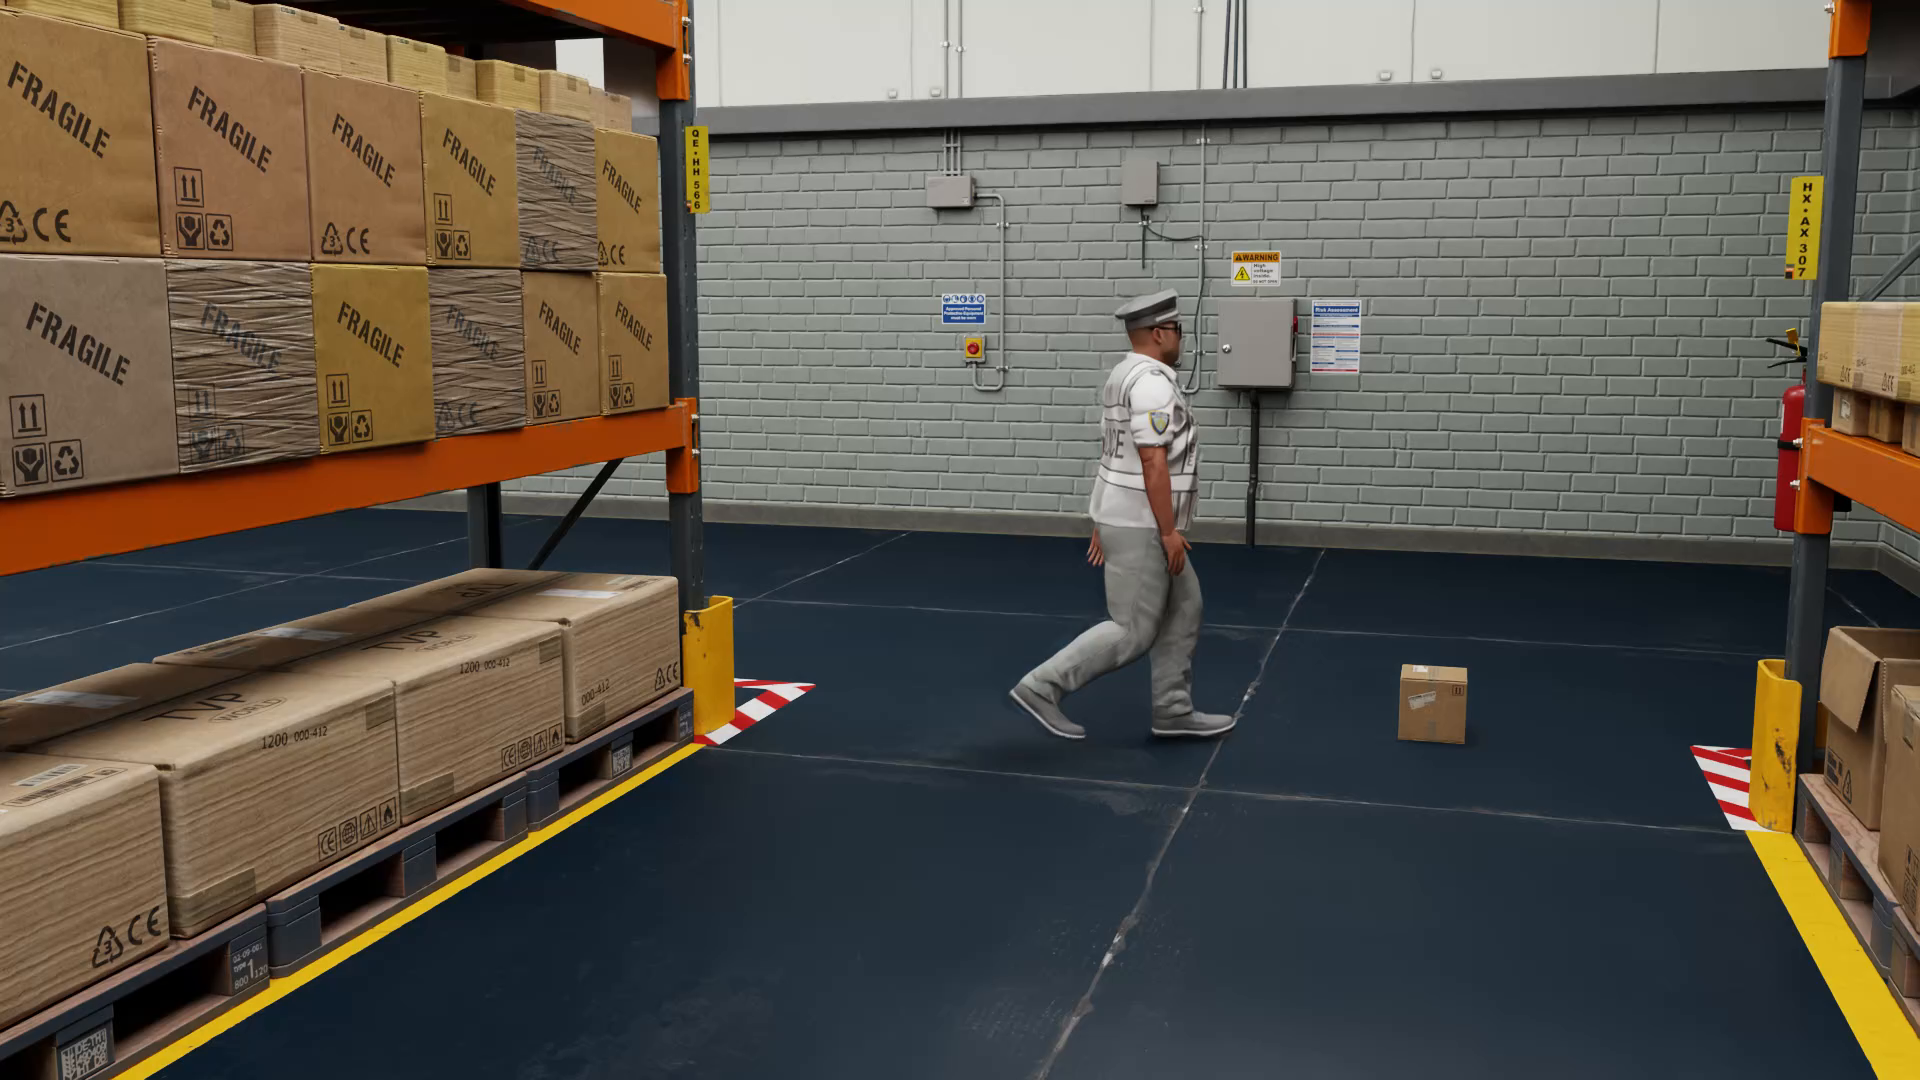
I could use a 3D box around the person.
[{"bbox_3d":[0.629,-0.081,6.294,0.907,1.726,0.537,0,8,-3],"label":"person"}]
